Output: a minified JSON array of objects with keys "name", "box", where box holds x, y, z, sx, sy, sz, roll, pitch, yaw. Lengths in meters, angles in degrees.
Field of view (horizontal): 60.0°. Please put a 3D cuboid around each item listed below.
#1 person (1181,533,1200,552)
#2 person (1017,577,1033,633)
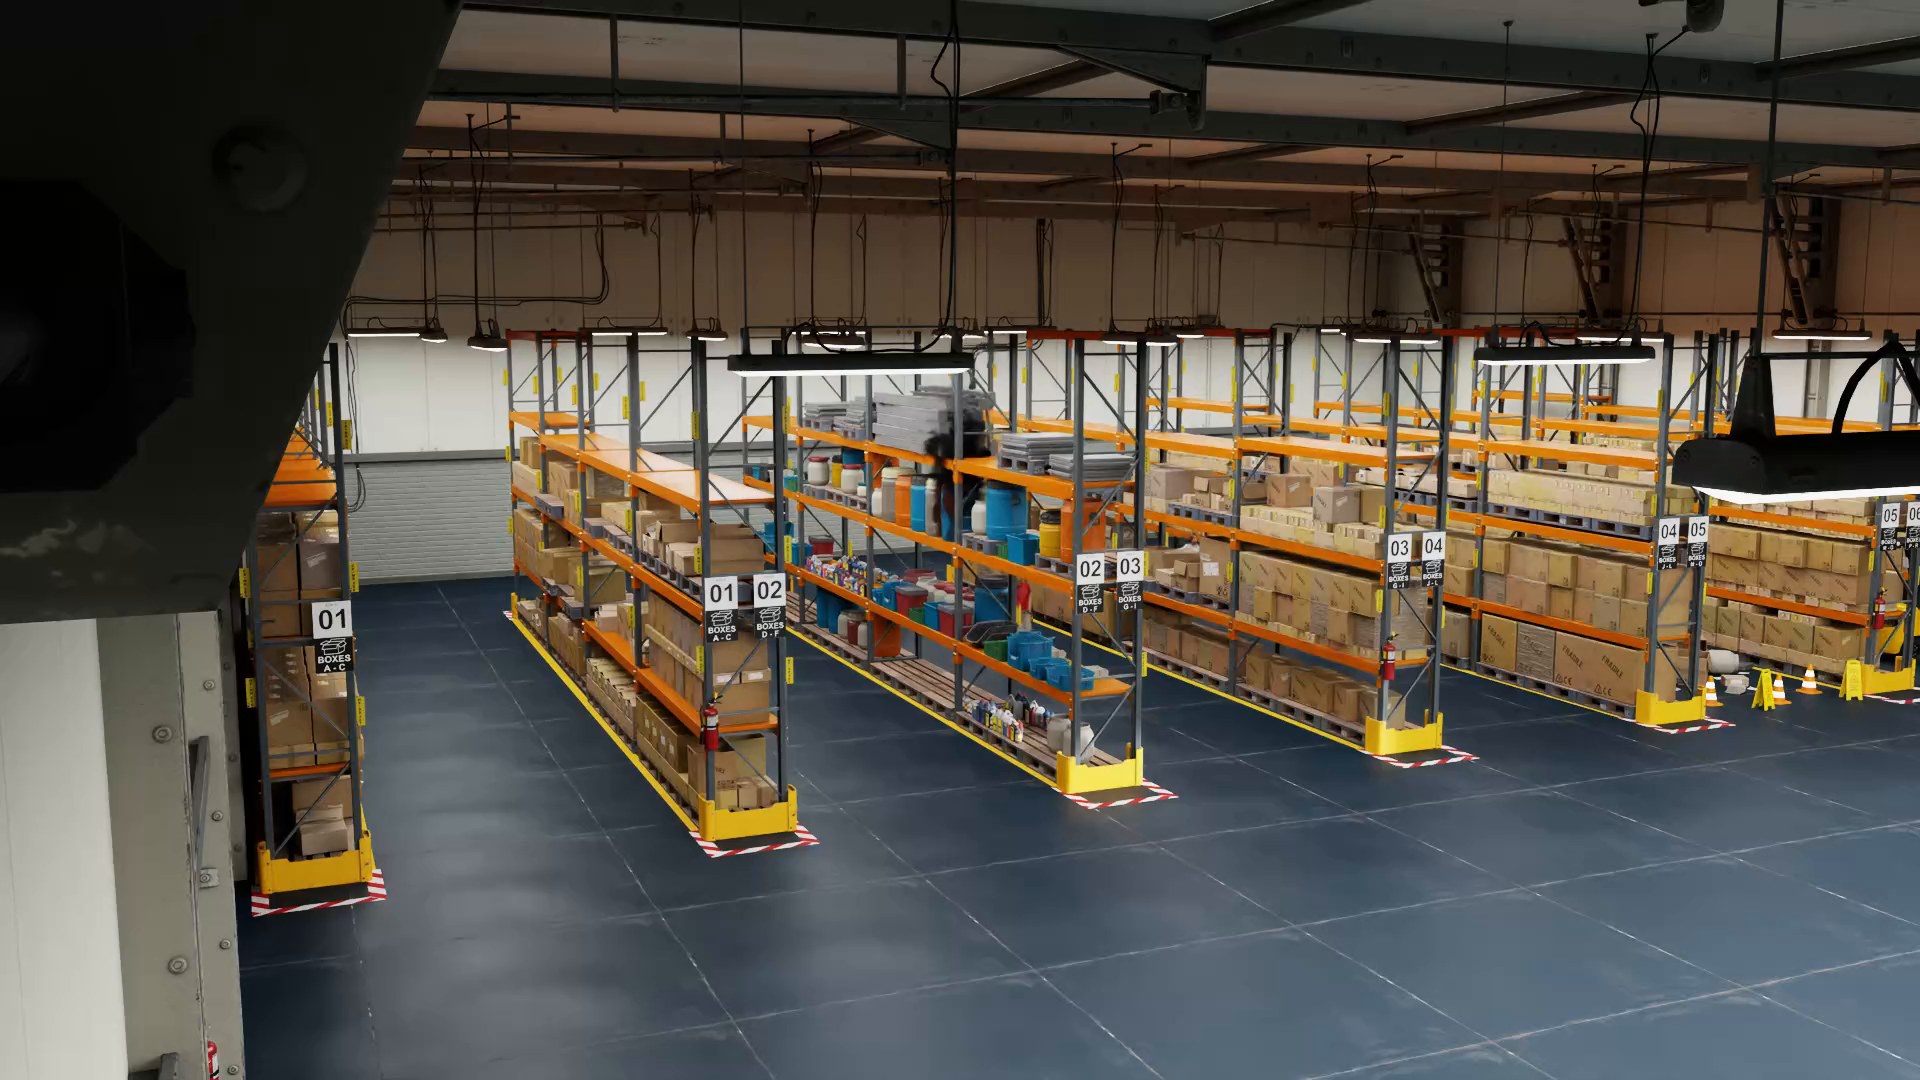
[{"name":"person","box":[5.002,0.660,35.857,0.509,1.643,0.728,-3,9,-24]},{"name":"person","box":[1.038,1.290,29.864,0.707,1.548,0.687,-5,9,-31]}]
